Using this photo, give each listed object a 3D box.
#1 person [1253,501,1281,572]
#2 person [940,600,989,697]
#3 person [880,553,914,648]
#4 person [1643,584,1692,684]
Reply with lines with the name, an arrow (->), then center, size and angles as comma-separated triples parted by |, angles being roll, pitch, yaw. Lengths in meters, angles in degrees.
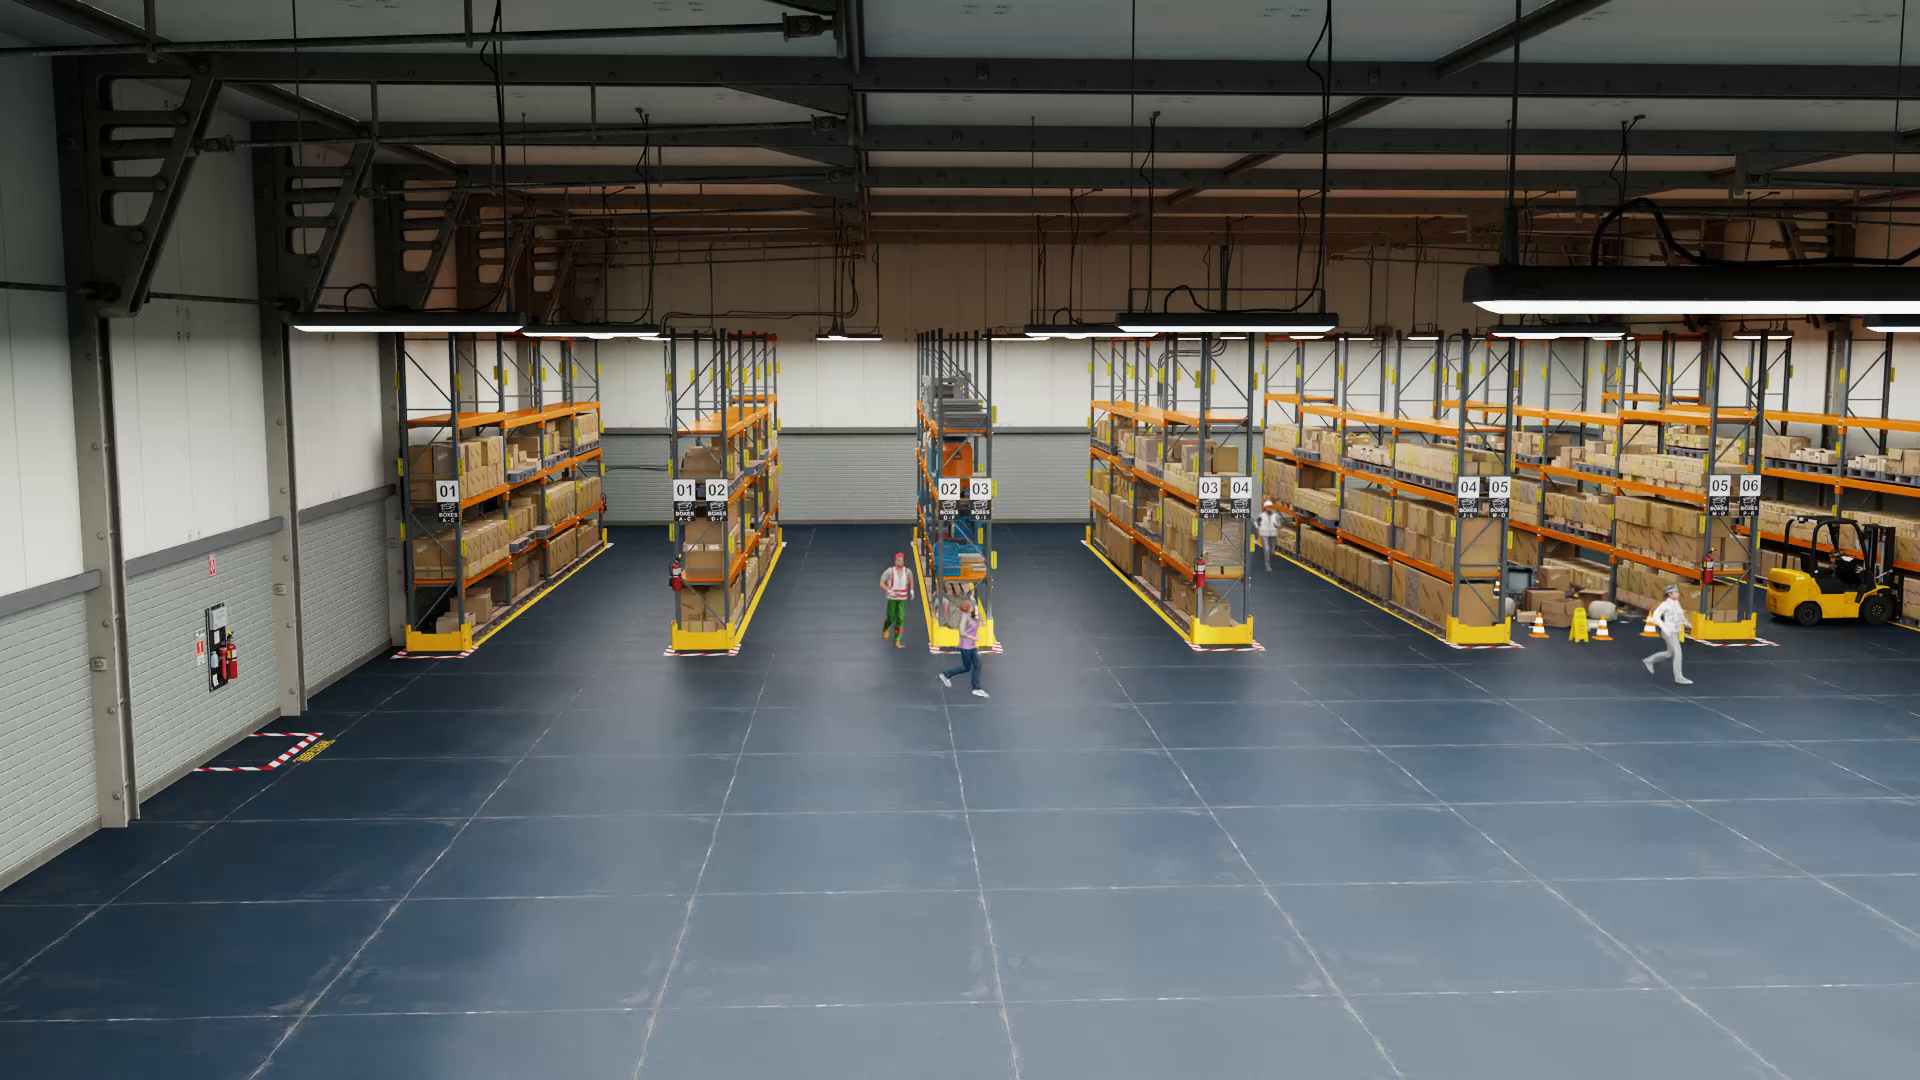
person -> 7.788, -0.114, 42.041 | 0.665, 1.750, 0.931 | -1, 7, -5
person -> 0.074, 1.758, 27.106 | 0.812, 1.596, 0.538 | 2, 7, 14
person -> -1.183, 1.127, 31.637 | 0.694, 1.779, 0.781 | -2, 7, -18
person -> 12.018, 1.564, 28.197 | 0.643, 1.670, 0.876 | -6, 9, -43
